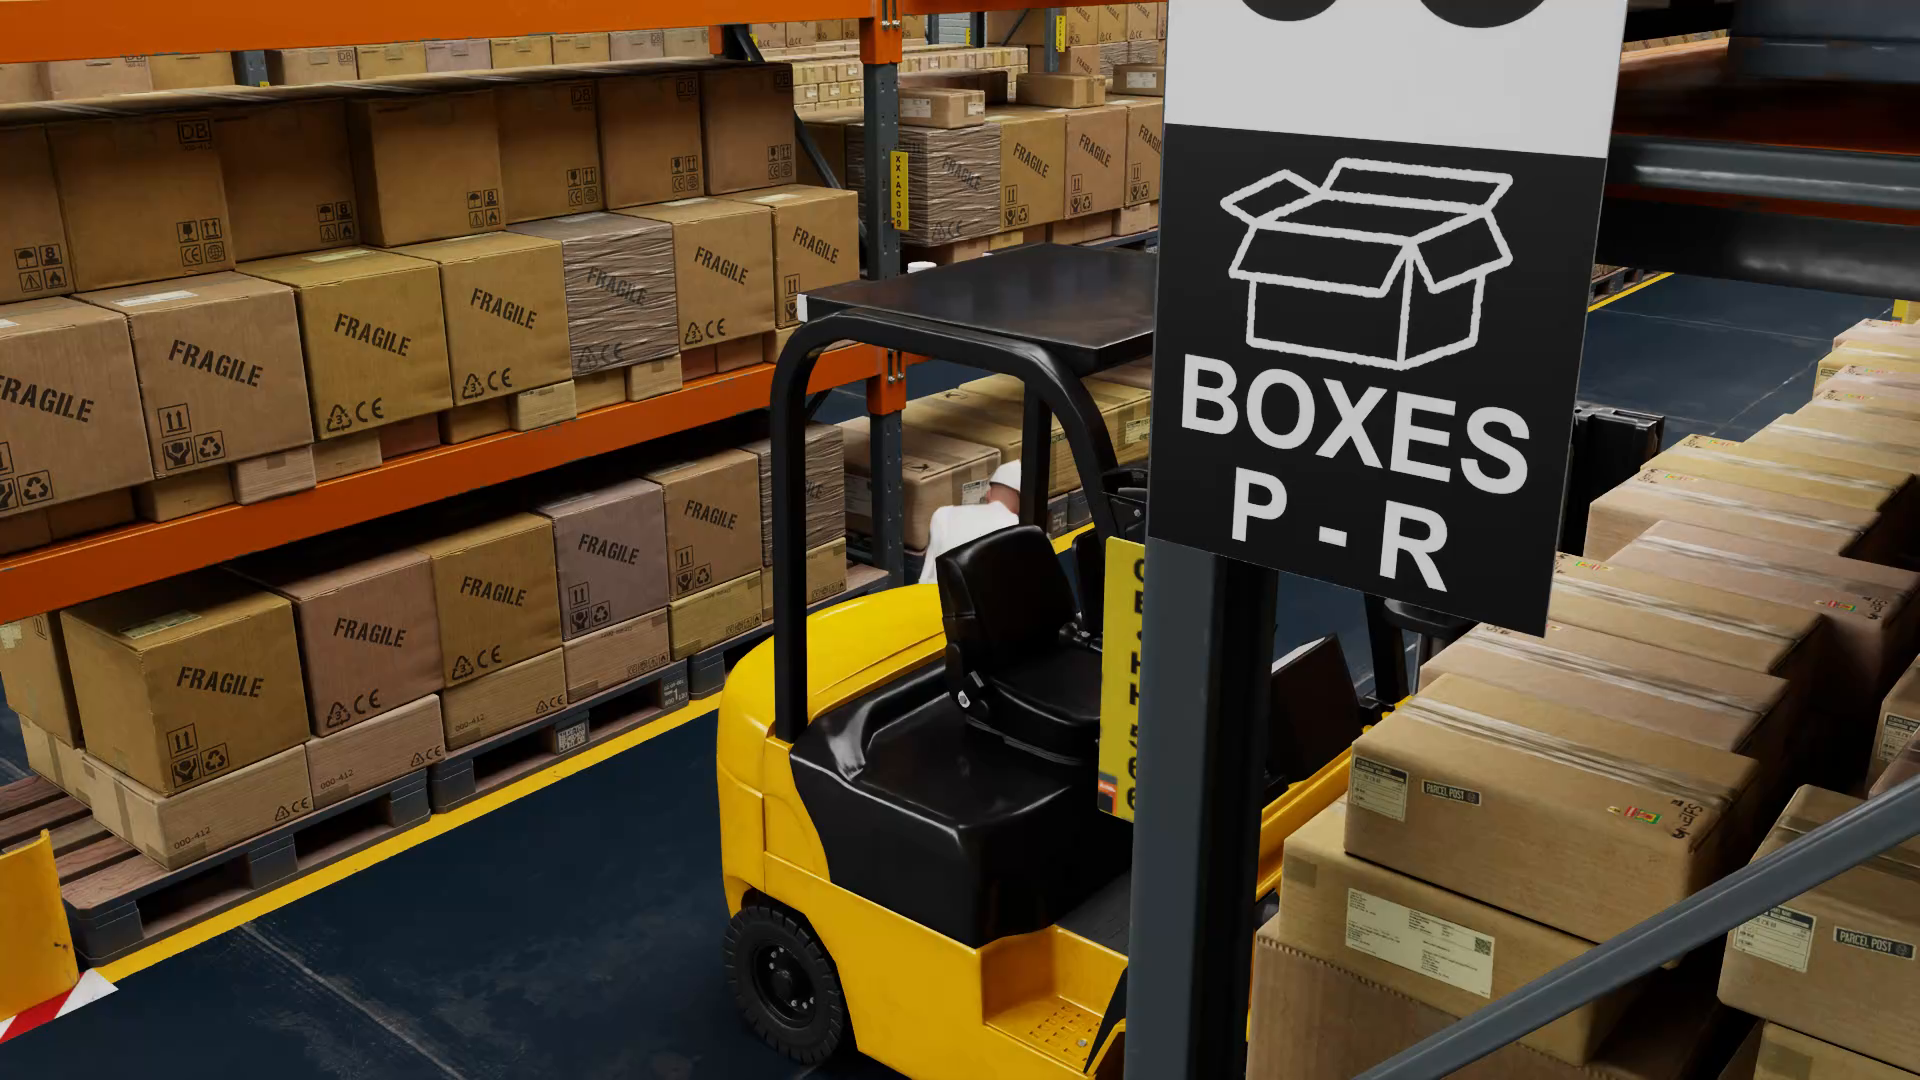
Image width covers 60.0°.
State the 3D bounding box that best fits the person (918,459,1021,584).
[{"bbox_3d":[0.077,0.251,6.479,0.576,1.026,0.804,14,24,34],"label":"person"}]
